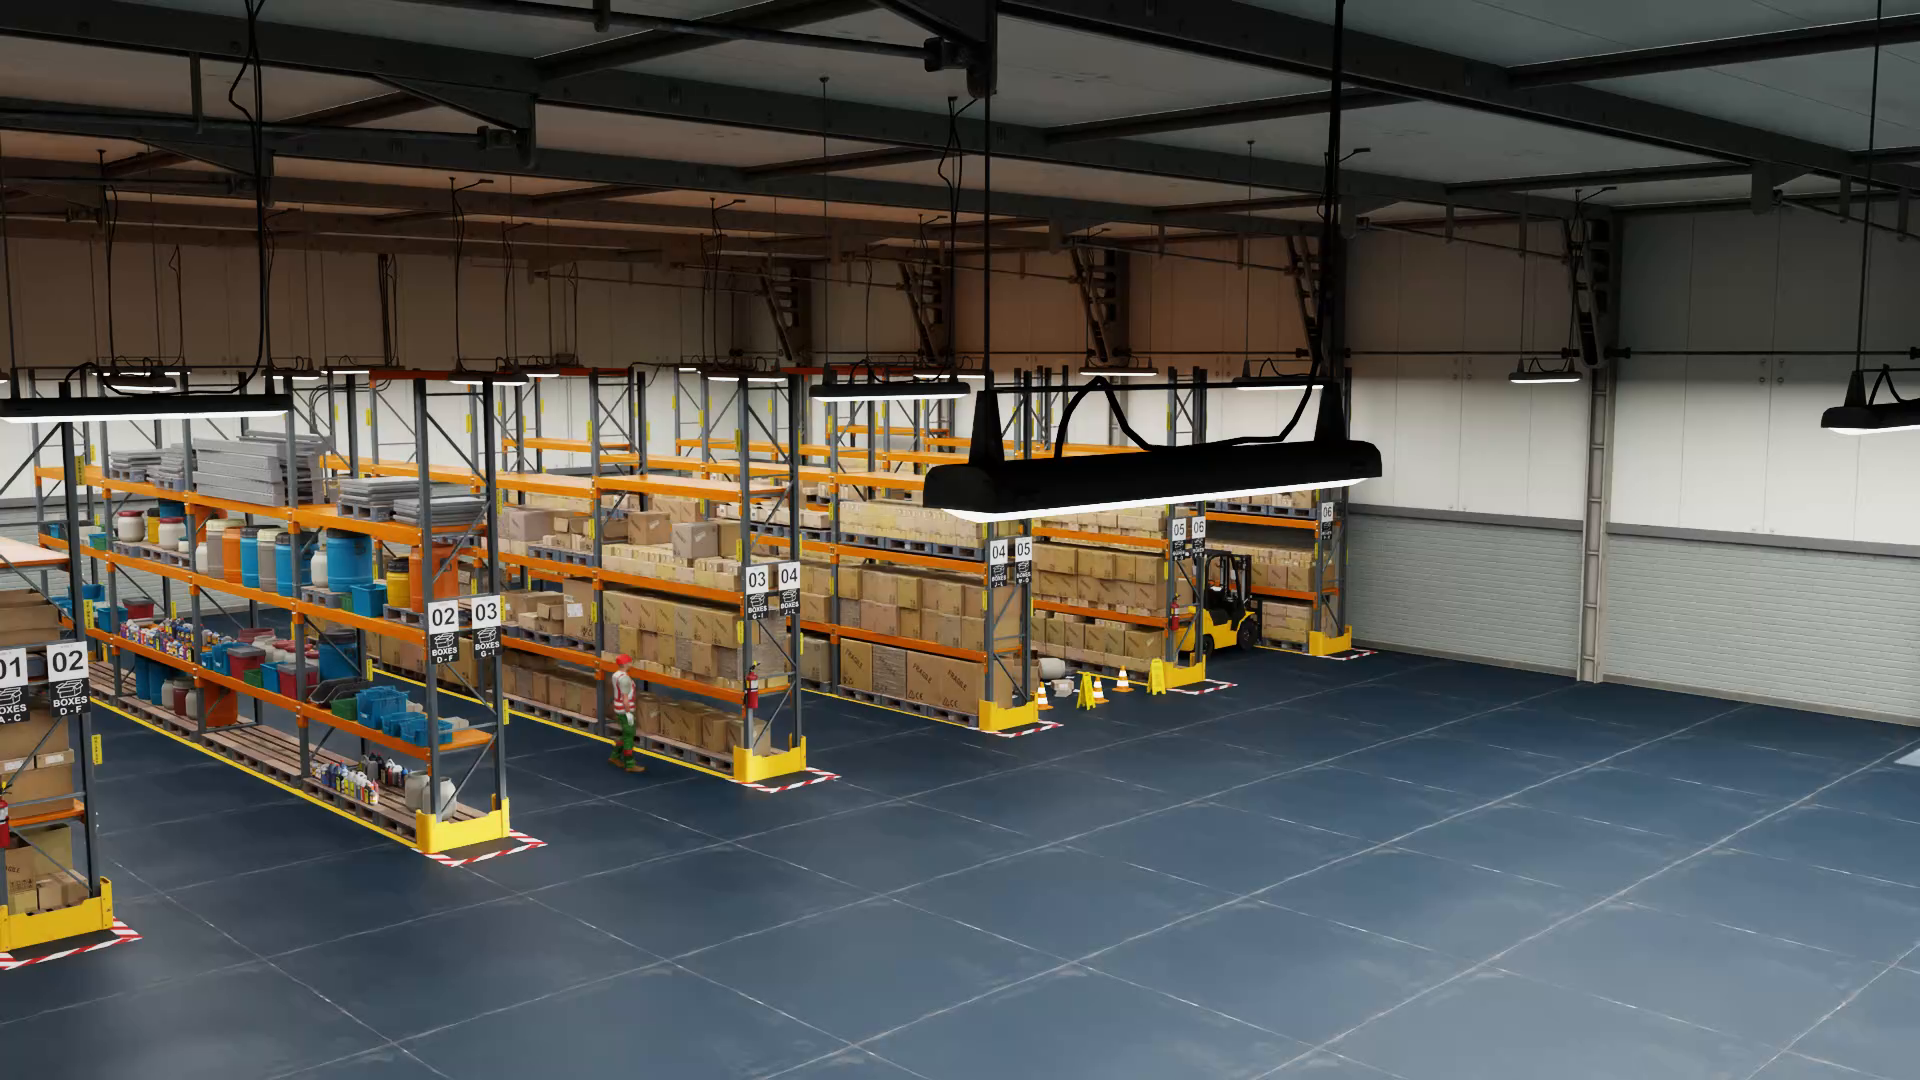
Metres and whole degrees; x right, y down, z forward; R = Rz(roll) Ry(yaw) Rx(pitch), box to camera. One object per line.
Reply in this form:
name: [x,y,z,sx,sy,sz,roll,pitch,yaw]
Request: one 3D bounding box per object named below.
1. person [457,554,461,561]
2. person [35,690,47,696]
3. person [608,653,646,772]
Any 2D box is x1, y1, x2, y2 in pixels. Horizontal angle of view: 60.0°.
person: [-11.880,1.007,39.247,0.364,1.801,0.594,2,7,14]
person: [-13.156,2.850,23.826,0.576,1.651,0.673,-2,7,-15]
person: [-5.064,2.606,25.210,0.524,1.795,0.624,-2,7,-17]
